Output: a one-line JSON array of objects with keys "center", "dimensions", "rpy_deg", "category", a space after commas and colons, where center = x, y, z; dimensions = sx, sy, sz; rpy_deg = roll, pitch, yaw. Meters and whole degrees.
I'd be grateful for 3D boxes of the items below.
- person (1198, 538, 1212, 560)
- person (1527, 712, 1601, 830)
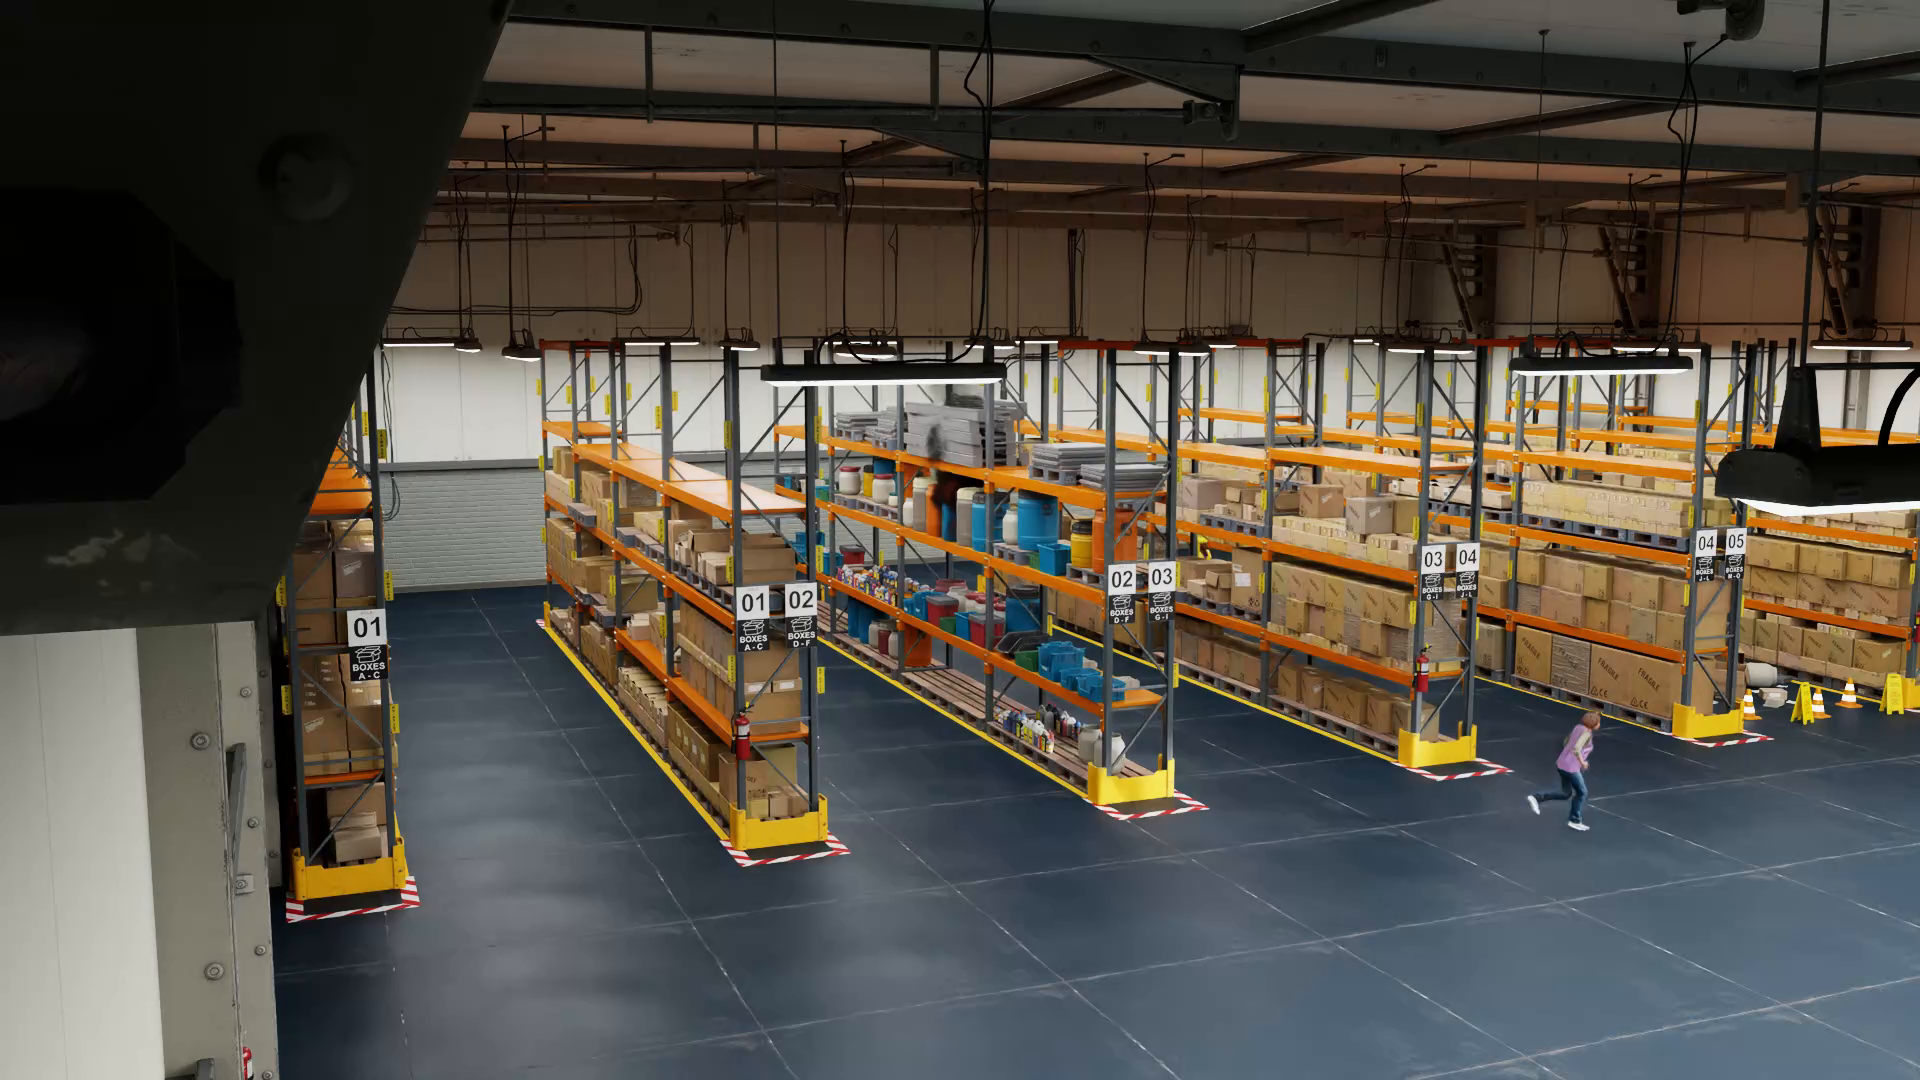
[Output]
[{"center": [5.209, 0.814, 35.971], "dimensions": [0.709, 1.765, 0.824], "rpy_deg": [-4, 8, -28], "category": "person"}, {"center": [7.562, 2.898, 20.829], "dimensions": [0.833, 1.546, 0.541], "rpy_deg": [2, 8, 12], "category": "person"}]
